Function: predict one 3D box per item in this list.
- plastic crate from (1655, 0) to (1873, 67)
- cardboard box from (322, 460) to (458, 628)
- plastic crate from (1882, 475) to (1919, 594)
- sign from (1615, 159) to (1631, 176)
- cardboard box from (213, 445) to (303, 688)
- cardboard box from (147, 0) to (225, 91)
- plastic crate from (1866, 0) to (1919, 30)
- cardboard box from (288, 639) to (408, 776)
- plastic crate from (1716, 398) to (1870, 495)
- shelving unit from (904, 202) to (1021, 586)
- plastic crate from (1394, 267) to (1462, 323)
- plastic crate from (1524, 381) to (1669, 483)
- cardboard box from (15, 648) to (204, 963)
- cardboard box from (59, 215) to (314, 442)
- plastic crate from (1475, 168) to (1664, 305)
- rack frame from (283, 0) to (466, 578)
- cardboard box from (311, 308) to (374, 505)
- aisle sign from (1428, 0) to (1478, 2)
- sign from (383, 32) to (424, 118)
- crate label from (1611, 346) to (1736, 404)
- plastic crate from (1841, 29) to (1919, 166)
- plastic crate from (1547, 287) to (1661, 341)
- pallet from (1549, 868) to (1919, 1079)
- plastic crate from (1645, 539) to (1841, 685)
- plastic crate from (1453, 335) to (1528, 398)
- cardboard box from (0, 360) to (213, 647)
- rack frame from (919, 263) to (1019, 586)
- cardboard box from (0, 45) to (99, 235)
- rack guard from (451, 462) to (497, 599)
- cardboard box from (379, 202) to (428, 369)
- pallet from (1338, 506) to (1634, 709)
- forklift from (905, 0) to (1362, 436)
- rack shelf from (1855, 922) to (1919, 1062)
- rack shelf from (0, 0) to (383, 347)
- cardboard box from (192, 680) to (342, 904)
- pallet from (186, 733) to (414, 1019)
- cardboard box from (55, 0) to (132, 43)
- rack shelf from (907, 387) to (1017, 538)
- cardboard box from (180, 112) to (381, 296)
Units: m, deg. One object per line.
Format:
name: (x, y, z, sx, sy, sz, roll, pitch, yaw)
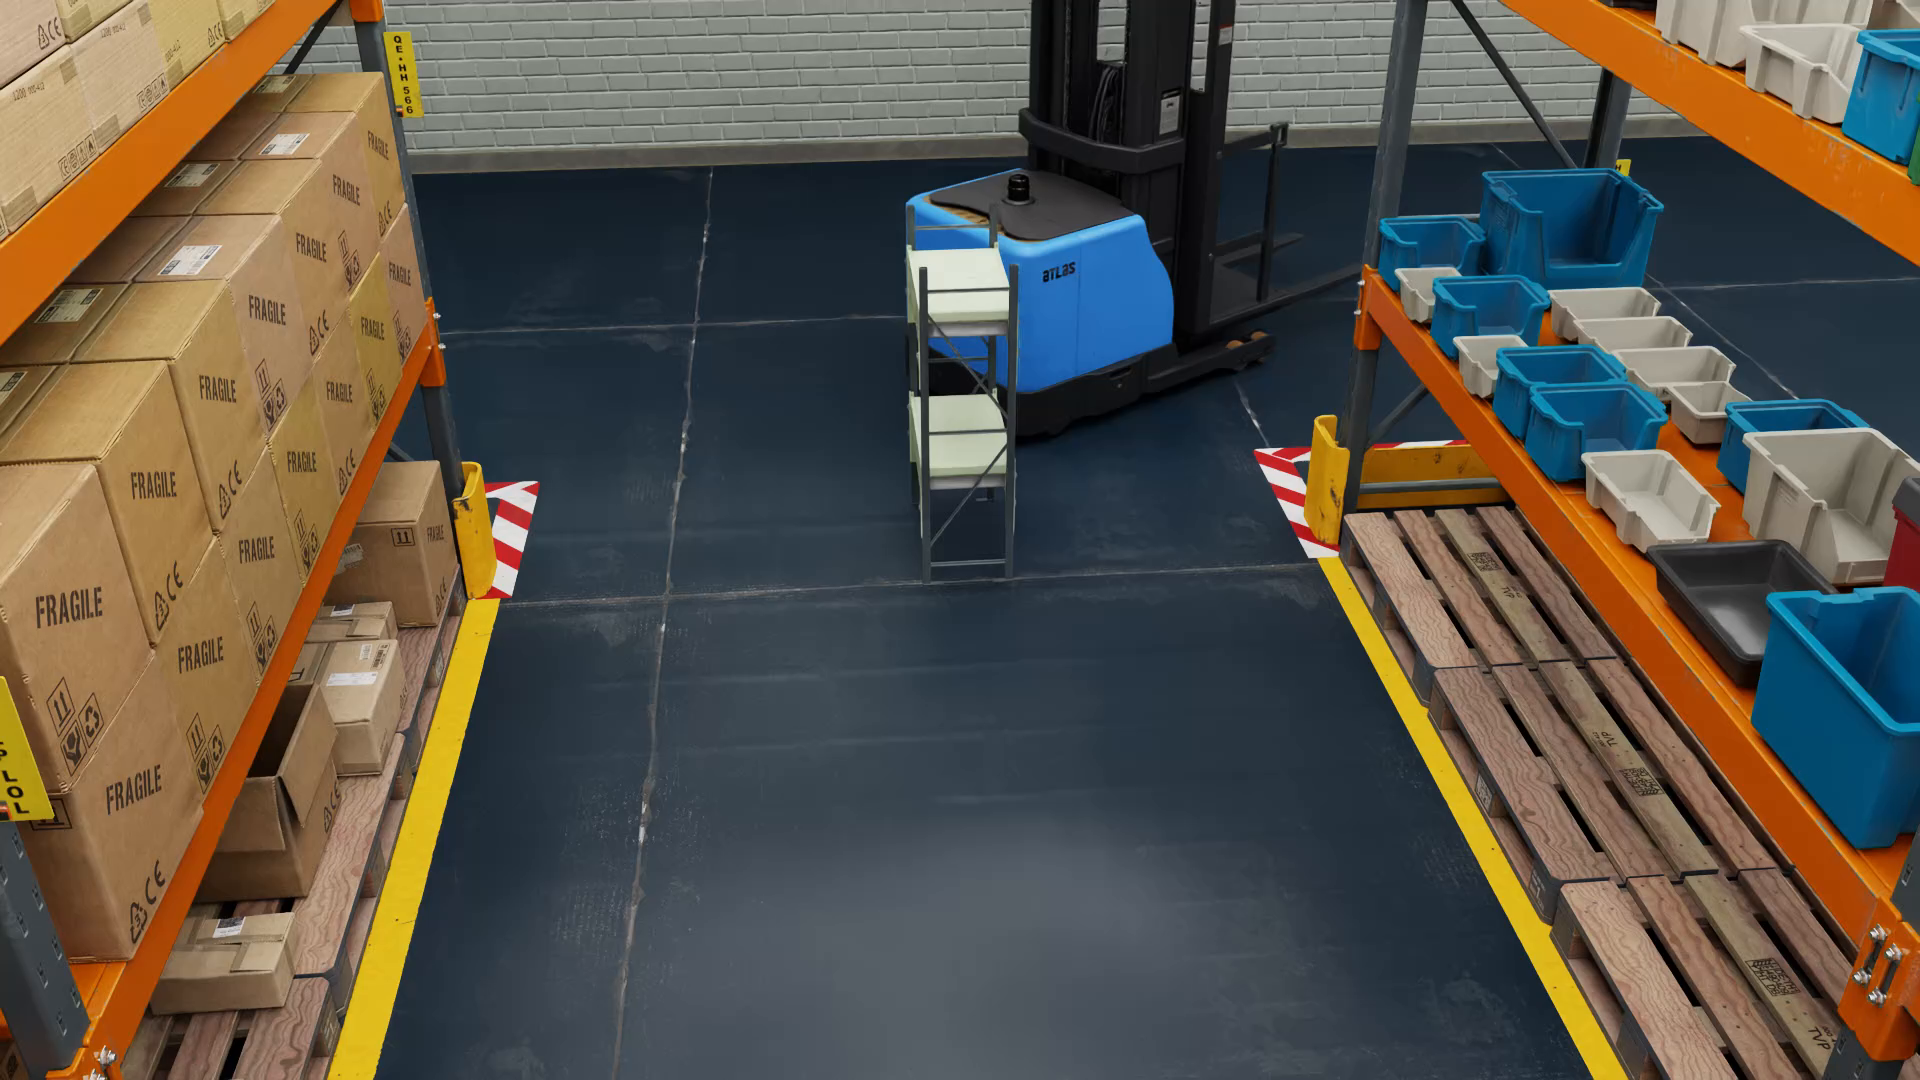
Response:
plastic crate: (2.149, -1.456, 4.453, 0.437, 0.282, 0.530, -3, 31, -5)
cardboard box: (-2.387, 0.020, 6.800, 0.500, 0.500, 0.500, -3, 31, -5)
plastic crate: (2.789, 0.156, 4.444, 0.402, 0.464, 0.583, -3, 31, -5)
sign: (2.795, -1.470, 7.127, 0.100, 0.325, 0.005, -3, 31, -5)
cardboard box: (-2.181, 0.079, 4.595, 0.500, 0.500, 0.500, -3, 31, -5)
cardboard box: (-2.247, -1.337, 4.285, 0.500, 0.250, 0.500, -3, 31, -5)
plastic crate: (2.689, -1.497, 4.663, 0.437, 0.136, 0.530, -3, 31, -5)
cardboard box: (-2.328, 0.614, 6.050, 0.500, 0.250, 0.500, -3, 31, -5)
plastic crate: (2.696, -0.283, 5.404, 0.416, 0.233, 0.300, -3, 31, -5)
shelving unit: (0.001, -0.640, 7.360, 0.431, 1.500, 0.755, -3, 31, -5)
plastic crate: (1.892, -0.969, 6.645, 0.250, 0.136, 0.298, -3, 31, -5)
plastic crate: (2.095, -0.352, 5.519, 0.416, 0.233, 0.300, -3, 31, -5)
cardboard box: (-2.086, 0.596, 3.730, 0.500, 0.500, 0.500, -2, 31, -3)
cardboard box: (-2.219, -0.604, 4.763, 0.500, 0.500, 0.500, -2, 31, -3)
plastic crate: (2.466, -1.244, 6.815, 0.616, 0.435, 0.499, -3, 31, -5)
rack frame: (-2.683, -1.130, 6.717, 1.000, 3.000, 0.127, -3, 31, -5)
cardboard box: (-2.277, -0.438, 5.460, 0.500, 0.500, 0.500, -3, 31, -4)
aisle sign: (1.946, -2.504, 6.482, 0.394, 0.787, 0.004, -3, 31, -5)
sign: (-2.129, -1.779, 6.366, 0.100, 0.325, 0.005, -3, 31, -5)
crate label: (2.568, -0.581, 5.996, 0.396, 0.136, 0.243, -3, 31, -5)
plastic crate: (2.220, -0.989, 3.718, 0.416, 0.233, 0.300, -3, 31, -5)
plastic crate: (2.505, -0.870, 6.481, 0.396, 0.136, 0.243, -3, 31, -5)
pallet: (2.515, 1.500, 5.032, 1.003, 0.211, 1.213, -3, 31, -5)
plastic crate: (2.251, 0.210, 4.682, 0.437, 0.125, 0.590, -3, 31, -5)
plastic crate: (1.955, -0.622, 6.065, 0.250, 0.136, 0.298, -3, 31, -5)
cardboard box: (-2.122, -0.078, 3.882, 0.500, 0.500, 0.500, -4, 31, -6)
rack frame: (0.035, -0.454, 7.047, 0.400, 1.500, 0.023, -3, 31, -5)
cardboard box: (-2.151, -0.827, 3.430, 0.500, 0.250, 0.500, -3, 31, -5)
rack guard: (-2.676, -0.018, 7.293, 1.175, 0.500, 0.348, -3, 31, -5)
cardboard box: (-2.370, -0.957, 6.330, 0.500, 0.500, 0.500, -2, 31, -3)
pallet: (2.287, 0.254, 7.118, 1.003, 0.211, 1.213, -3, 31, -5)
forklift: (1.170, -2.400, 8.910, 3.031, 2.935, 1.130, -22, 37, -32)
rack shelf: (2.809, 2.007, 2.167, 1.077, 0.370, 4.000, -3, 31, -5)
rack shelf: (-2.496, -1.088, 4.423, 1.077, 0.370, 4.000, -3, 31, -5)
cardboard box: (-2.490, 0.836, 5.431, 0.797, 0.503, 0.637, -3, 31, -5)
pallet: (-2.490, 1.134, 5.645, 1.003, 0.211, 1.213, -3, 31, -5)
cardboard box: (-2.191, -1.297, 3.730, 0.500, 0.250, 0.500, -3, 31, -5)
rack shelf: (0.001, -0.361, 7.527, 0.431, 0.370, 0.720, -3, 31, -5)
cardboard box: (-2.320, -1.130, 5.645, 0.500, 0.500, 0.500, -2, 31, -3)
